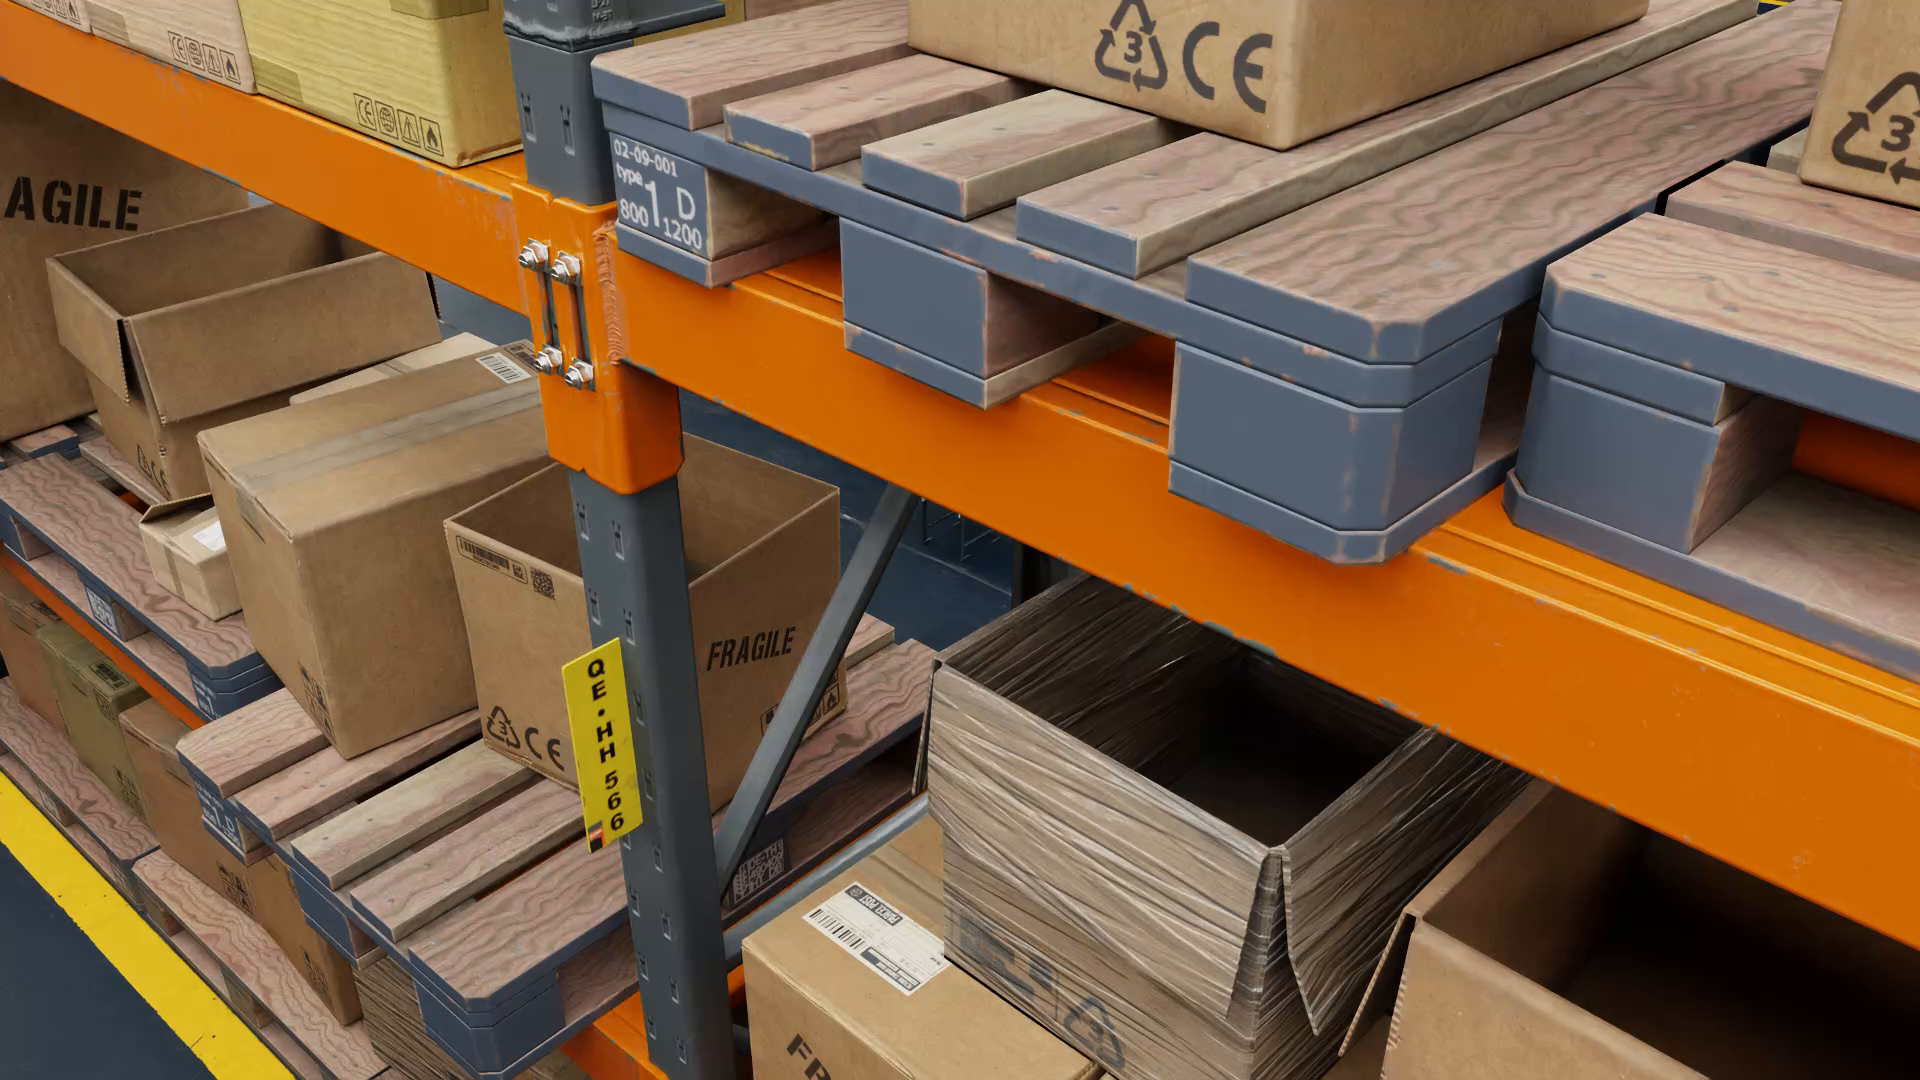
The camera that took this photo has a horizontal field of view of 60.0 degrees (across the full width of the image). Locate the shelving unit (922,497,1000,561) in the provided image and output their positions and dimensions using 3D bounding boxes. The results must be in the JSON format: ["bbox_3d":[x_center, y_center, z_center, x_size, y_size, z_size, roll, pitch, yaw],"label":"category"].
[{"bbox_3d":[0.006,-0.383,6.513,0.210,0.900,0.258,25,39,35],"label":"shelving unit"}]

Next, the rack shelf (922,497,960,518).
[{"bbox_3d":[0.006,-0.200,6.623,0.200,0.077,0.258,25,39,35],"label":"rack shelf"}]

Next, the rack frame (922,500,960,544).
[{"bbox_3d":[-0.069,-0.418,6.572,0.006,0.900,0.240,25,39,35],"label":"rack frame"}]

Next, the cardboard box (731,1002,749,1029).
[{"bbox_3d":[-0.653,0.881,3.648,0.500,0.250,0.500,27,40,37],"label":"cardboard box"}]

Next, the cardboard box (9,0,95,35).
[{"bbox_3d":[-1.400,-1.093,2.894,0.500,0.250,0.500,26,40,36],"label":"cardboard box"}]

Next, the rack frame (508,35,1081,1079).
[{"bbox_3d":[-0.136,0.540,2.944,0.127,3.000,1.000,25,39,35],"label":"rack frame"}]

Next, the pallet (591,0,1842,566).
[{"bbox_3d":[0.377,-0.461,1.883,1.003,0.211,1.213,27,40,37],"label":"pallet"}]

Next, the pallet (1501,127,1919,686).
[{"bbox_3d":[1.208,-0.075,1.242,1.213,0.211,1.003,27,40,37],"label":"pallet"}]

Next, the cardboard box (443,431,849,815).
[{"bbox_3d":[-0.563,0.146,3.095,0.500,0.500,0.500,20,36,29],"label":"cardboard box"}]

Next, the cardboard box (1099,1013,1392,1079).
[{"bbox_3d":[0.426,0.947,2.171,0.500,0.500,0.500,24,38,34],"label":"cardboard box"}]

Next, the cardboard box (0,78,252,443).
[{"bbox_3d":[-2.606,-0.952,4.435,1.000,1.000,1.000,25,39,35],"label":"cardboard box"}]

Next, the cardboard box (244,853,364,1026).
[{"bbox_3d":[-1.491,0.818,4.480,0.700,0.500,0.500,-26,39,-36],"label":"cardboard box"}]

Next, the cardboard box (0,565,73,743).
[{"bbox_3d":[-2.661,0.259,5.408,0.500,0.500,0.700,22,37,32],"label":"cardboard box"}]

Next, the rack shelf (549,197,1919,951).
[{"bbox_3d":[1.347,0.256,1.206,4.000,0.370,1.077,25,39,35],"label":"rack shelf"}]

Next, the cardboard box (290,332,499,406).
[{"bbox_3d":[-1.224,-0.243,3.984,0.500,0.250,0.500,24,38,34],"label":"cardboard box"}]

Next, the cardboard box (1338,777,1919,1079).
[{"bbox_3d":[0.877,0.554,1.853,0.637,0.503,0.797,26,40,36],"label":"cardboard box"}]

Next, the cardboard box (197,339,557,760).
[{"bbox_3d":[-1.044,-0.009,3.353,0.700,0.500,0.500,-23,38,-33],"label":"cardboard box"}]

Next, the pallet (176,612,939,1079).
[{"bbox_3d":[-0.735,0.417,3.336,1.003,0.211,1.213,25,39,35],"label":"pallet"}]

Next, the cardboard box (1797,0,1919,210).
[{"bbox_3d":[1.064,-0.519,1.291,0.500,0.500,0.500,-27,40,-37],"label":"cardboard box"}]

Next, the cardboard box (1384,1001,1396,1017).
[{"bbox_3d":[0.762,0.748,2.502,0.500,0.500,0.500,25,39,35],"label":"cardboard box"}]

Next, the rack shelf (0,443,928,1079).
[{"bbox_3d":[-1.618,0.156,4.279,4.000,0.370,1.077,25,39,35],"label":"rack shelf"}]

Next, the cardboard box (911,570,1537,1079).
[{"bbox_3d":[0.396,0.327,2.229,0.637,0.503,0.797,27,40,37],"label":"cardboard box"}]

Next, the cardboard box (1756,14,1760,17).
[{"bbox_3d":[5.170,-3.316,11.065,0.500,0.311,0.500,24,39,35],"label":"cardboard box"}]

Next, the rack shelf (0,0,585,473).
[{"bbox_3d":[-1.618,-1.129,3.506,4.000,0.370,1.077,25,39,35],"label":"rack shelf"}]

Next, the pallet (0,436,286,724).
[{"bbox_3d":[-1.631,-0.047,4.106,1.213,0.211,1.003,25,39,35],"label":"pallet"}]

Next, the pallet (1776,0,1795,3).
[{"bbox_3d":[7.448,-5.063,14.955,1.213,0.211,1.003,25,39,35],"label":"pallet"}]

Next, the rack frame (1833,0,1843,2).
[{"bbox_3d":[3.188,-1.354,6.090,0.127,3.000,1.000,25,39,35],"label":"rack frame"}]

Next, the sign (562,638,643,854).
[{"bbox_3d":[-0.493,0.289,2.316,0.005,0.325,0.100,25,39,35],"label":"sign"}]

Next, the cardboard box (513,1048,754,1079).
[{"bbox_3d":[-0.646,1.198,3.848,0.500,0.500,0.700,23,38,33],"label":"cardboard box"}]

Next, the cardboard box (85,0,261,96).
[{"bbox_3d":[-1.030,-0.918,2.603,0.500,0.250,0.500,25,39,35],"label":"cardboard box"}]

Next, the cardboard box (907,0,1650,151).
[{"bbox_3d":[0.365,-0.785,1.731,0.797,0.503,0.637,-27,40,-37],"label":"cardboard box"}]

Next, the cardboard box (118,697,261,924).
[{"bbox_3d":[-1.904,0.625,4.801,0.500,0.500,0.700,21,37,31],"label":"cardboard box"}]

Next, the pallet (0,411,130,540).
[{"bbox_3d":[-2.632,-0.442,4.761,1.213,0.211,1.003,25,39,35],"label":"pallet"}]

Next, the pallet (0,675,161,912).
[{"bbox_3d":[-2.523,0.619,5.516,1.213,0.211,1.003,25,39,35],"label":"pallet"}]

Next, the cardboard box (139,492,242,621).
[{"bbox_3d":[-1.553,-0.056,3.658,0.258,0.266,0.396,24,38,34],"label":"cardboard box"}]

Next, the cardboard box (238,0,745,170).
[{"bbox_3d":[-0.653,-0.751,2.327,0.500,0.250,0.500,25,39,35],"label":"cardboard box"}]

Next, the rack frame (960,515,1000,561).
[{"bbox_3d":[0.081,-0.348,6.455,0.006,0.900,0.240,25,39,35],"label":"rack frame"}]

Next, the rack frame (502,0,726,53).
[{"bbox_3d":[-0.136,-2.030,1.397,0.127,3.000,1.000,25,39,35],"label":"rack frame"}]

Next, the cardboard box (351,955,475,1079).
[{"bbox_3d":[-1.066,1.011,4.159,0.500,0.500,0.700,21,37,31],"label":"cardboard box"}]

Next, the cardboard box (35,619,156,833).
[{"bbox_3d":[-2.320,0.431,5.122,0.500,0.500,0.700,25,39,35],"label":"cardboard box"}]

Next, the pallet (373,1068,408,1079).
[{"bbox_3d":[-0.714,1.464,4.114,1.213,0.211,1.003,25,39,35],"label":"pallet"}]

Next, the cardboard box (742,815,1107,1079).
[{"bbox_3d":[0.042,0.770,2.466,0.500,0.500,0.500,26,40,36],"label":"cardboard box"}]

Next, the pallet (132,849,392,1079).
[{"bbox_3d":[-1.614,1.042,4.815,1.213,0.211,1.003,25,39,35],"label":"pallet"}]

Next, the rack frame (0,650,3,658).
[{"bbox_3d":[-3.101,-0.844,5.244,0.127,3.000,1.000,25,39,35],"label":"rack frame"}]

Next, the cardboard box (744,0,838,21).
[{"bbox_3d":[-0.313,-0.941,2.641,0.500,0.250,0.500,26,40,36],"label":"cardboard box"}]

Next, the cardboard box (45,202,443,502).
[{"bbox_3d":[-1.754,-0.504,4.171,0.797,0.503,0.637,-25,39,-35],"label":"cardboard box"}]
